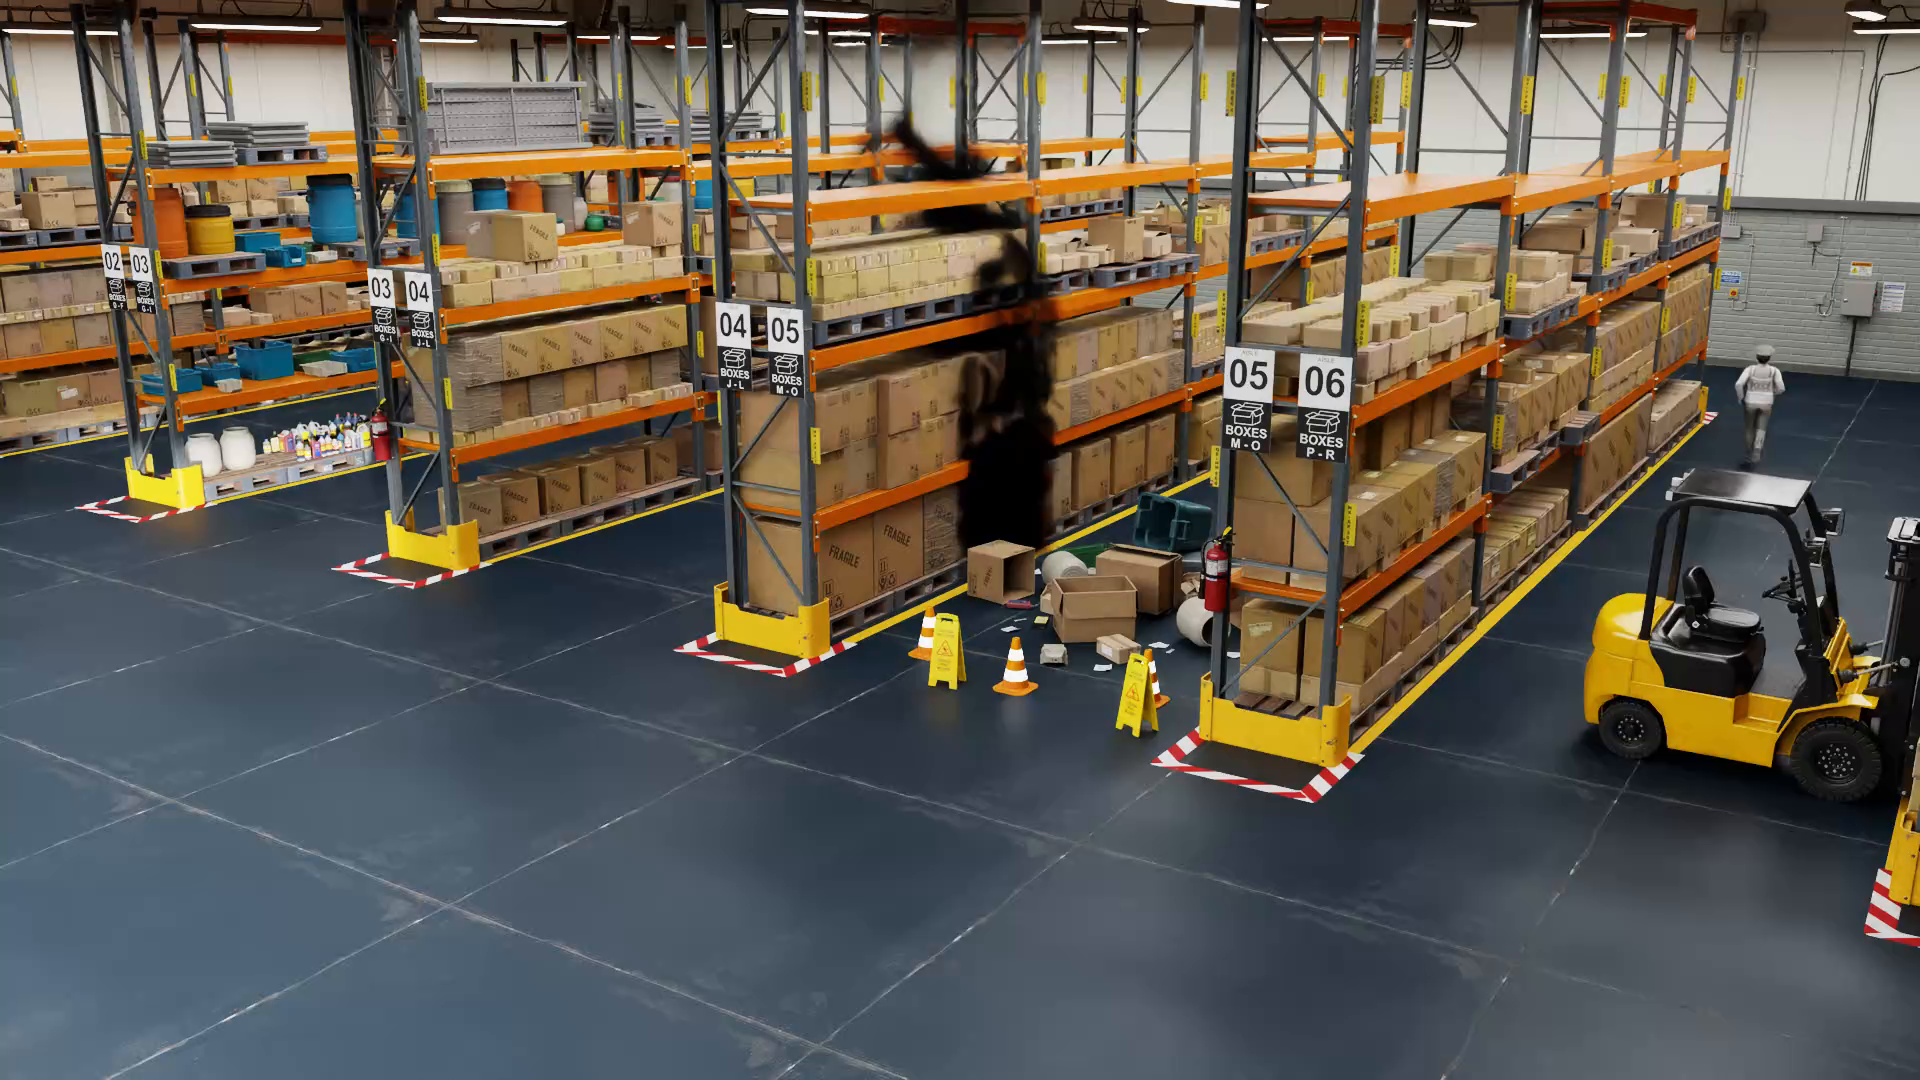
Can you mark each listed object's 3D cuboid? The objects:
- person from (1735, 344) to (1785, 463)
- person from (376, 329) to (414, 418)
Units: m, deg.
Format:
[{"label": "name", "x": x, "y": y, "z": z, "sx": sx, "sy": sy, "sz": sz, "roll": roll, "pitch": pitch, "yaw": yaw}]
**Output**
[{"label": "person", "x": 10.867, "y": -1.825, "z": 22.658, "sx": 0.618, "sy": 1.678, "sz": 0.890, "roll": 7, "pitch": 17, "yaw": 25}, {"label": "person", "x": -8.671, "y": -2.649, "z": 25.438, "sx": 0.638, "sy": 1.813, "sz": 0.871, "roll": 10, "pitch": 18, "yaw": 31}]
